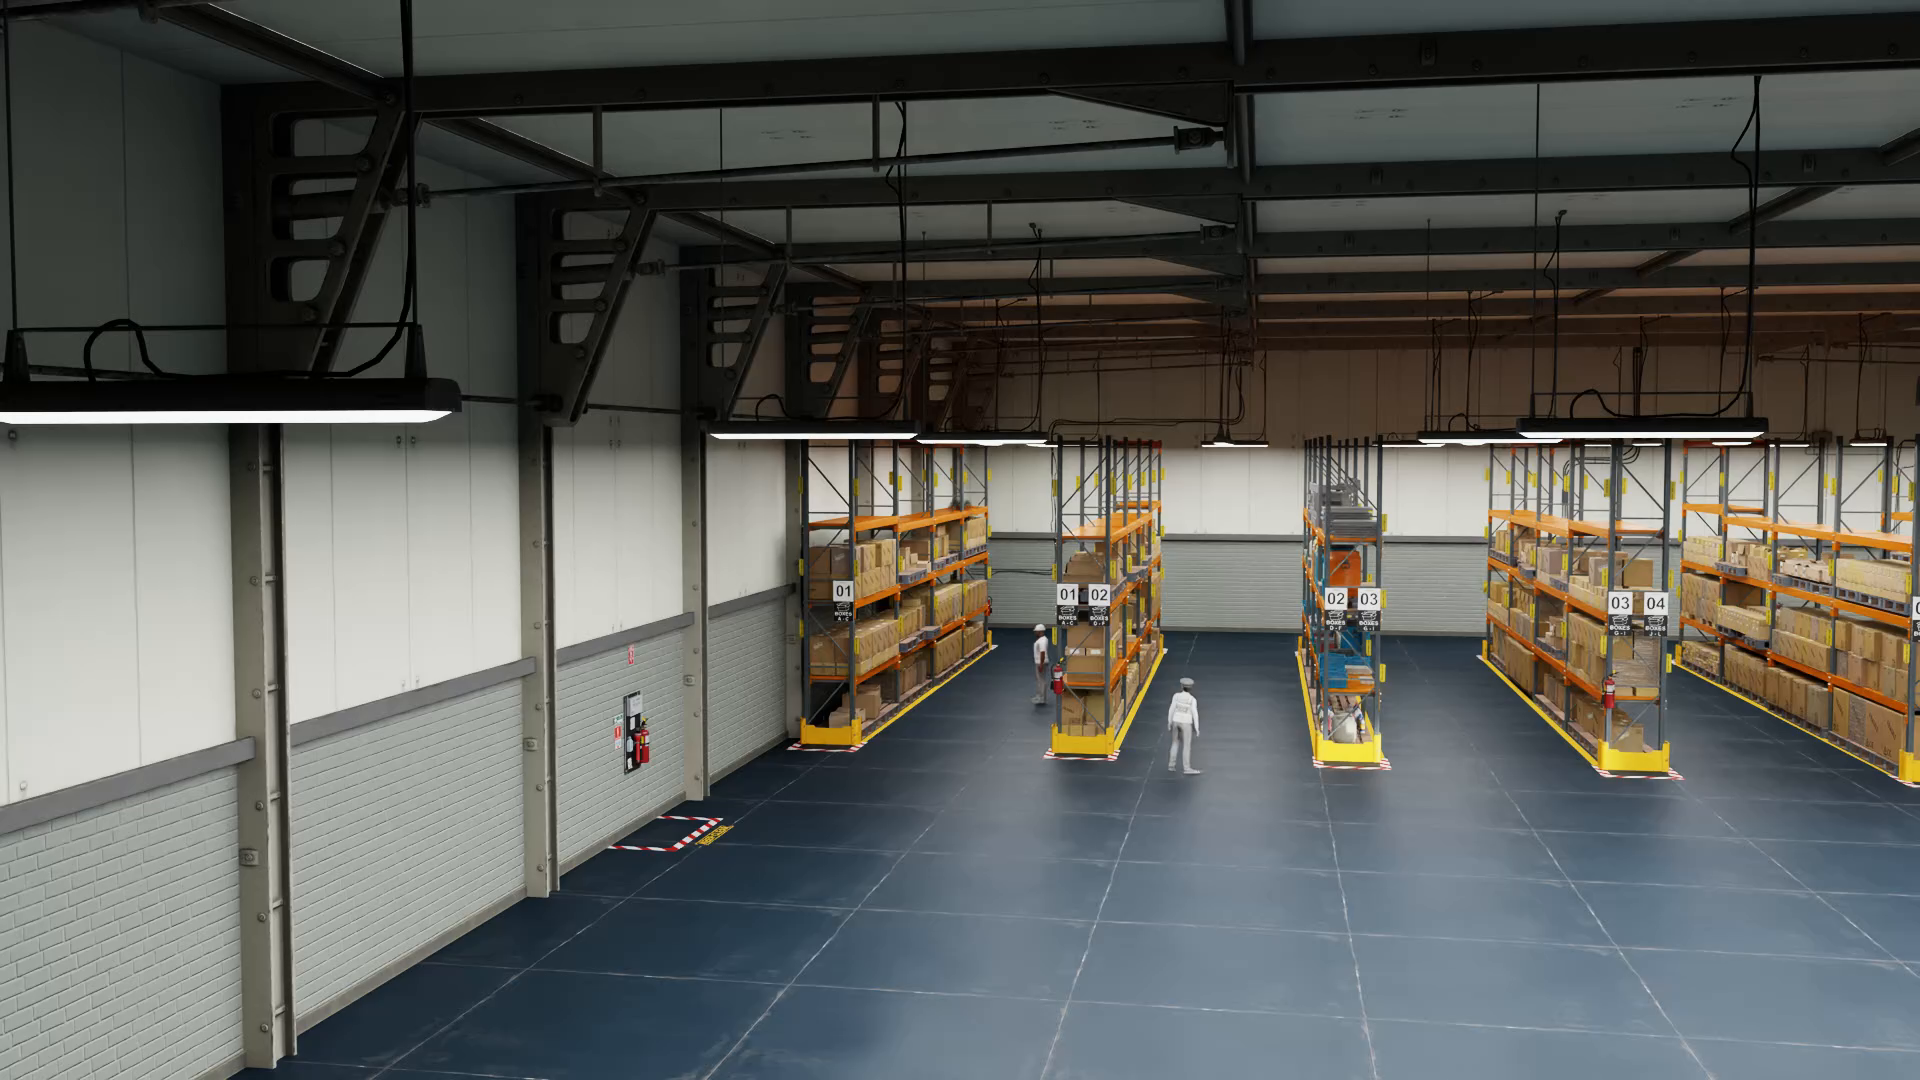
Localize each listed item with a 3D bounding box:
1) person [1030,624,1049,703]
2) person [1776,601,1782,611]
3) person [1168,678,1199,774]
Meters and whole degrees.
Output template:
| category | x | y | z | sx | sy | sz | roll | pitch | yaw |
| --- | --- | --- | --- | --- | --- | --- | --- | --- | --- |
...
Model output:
| category | x | y | z | sx | sy | sz | roll | pitch | yaw |
| --- | --- | --- | --- | --- | --- | --- | --- | --- | --- |
| person | 1.807 | 2.793 | 37.663 | 0.421 | 1.770 | 0.619 | 0 | 3 | 3 |
| person | 22.179 | 2.442 | 45.186 | 0.829 | 1.638 | 0.512 | 1 | 3 | 10 |
| person | 3.943 | 3.305 | 29.486 | 0.613 | 1.708 | 0.361 | 3 | 4 | 43 |
